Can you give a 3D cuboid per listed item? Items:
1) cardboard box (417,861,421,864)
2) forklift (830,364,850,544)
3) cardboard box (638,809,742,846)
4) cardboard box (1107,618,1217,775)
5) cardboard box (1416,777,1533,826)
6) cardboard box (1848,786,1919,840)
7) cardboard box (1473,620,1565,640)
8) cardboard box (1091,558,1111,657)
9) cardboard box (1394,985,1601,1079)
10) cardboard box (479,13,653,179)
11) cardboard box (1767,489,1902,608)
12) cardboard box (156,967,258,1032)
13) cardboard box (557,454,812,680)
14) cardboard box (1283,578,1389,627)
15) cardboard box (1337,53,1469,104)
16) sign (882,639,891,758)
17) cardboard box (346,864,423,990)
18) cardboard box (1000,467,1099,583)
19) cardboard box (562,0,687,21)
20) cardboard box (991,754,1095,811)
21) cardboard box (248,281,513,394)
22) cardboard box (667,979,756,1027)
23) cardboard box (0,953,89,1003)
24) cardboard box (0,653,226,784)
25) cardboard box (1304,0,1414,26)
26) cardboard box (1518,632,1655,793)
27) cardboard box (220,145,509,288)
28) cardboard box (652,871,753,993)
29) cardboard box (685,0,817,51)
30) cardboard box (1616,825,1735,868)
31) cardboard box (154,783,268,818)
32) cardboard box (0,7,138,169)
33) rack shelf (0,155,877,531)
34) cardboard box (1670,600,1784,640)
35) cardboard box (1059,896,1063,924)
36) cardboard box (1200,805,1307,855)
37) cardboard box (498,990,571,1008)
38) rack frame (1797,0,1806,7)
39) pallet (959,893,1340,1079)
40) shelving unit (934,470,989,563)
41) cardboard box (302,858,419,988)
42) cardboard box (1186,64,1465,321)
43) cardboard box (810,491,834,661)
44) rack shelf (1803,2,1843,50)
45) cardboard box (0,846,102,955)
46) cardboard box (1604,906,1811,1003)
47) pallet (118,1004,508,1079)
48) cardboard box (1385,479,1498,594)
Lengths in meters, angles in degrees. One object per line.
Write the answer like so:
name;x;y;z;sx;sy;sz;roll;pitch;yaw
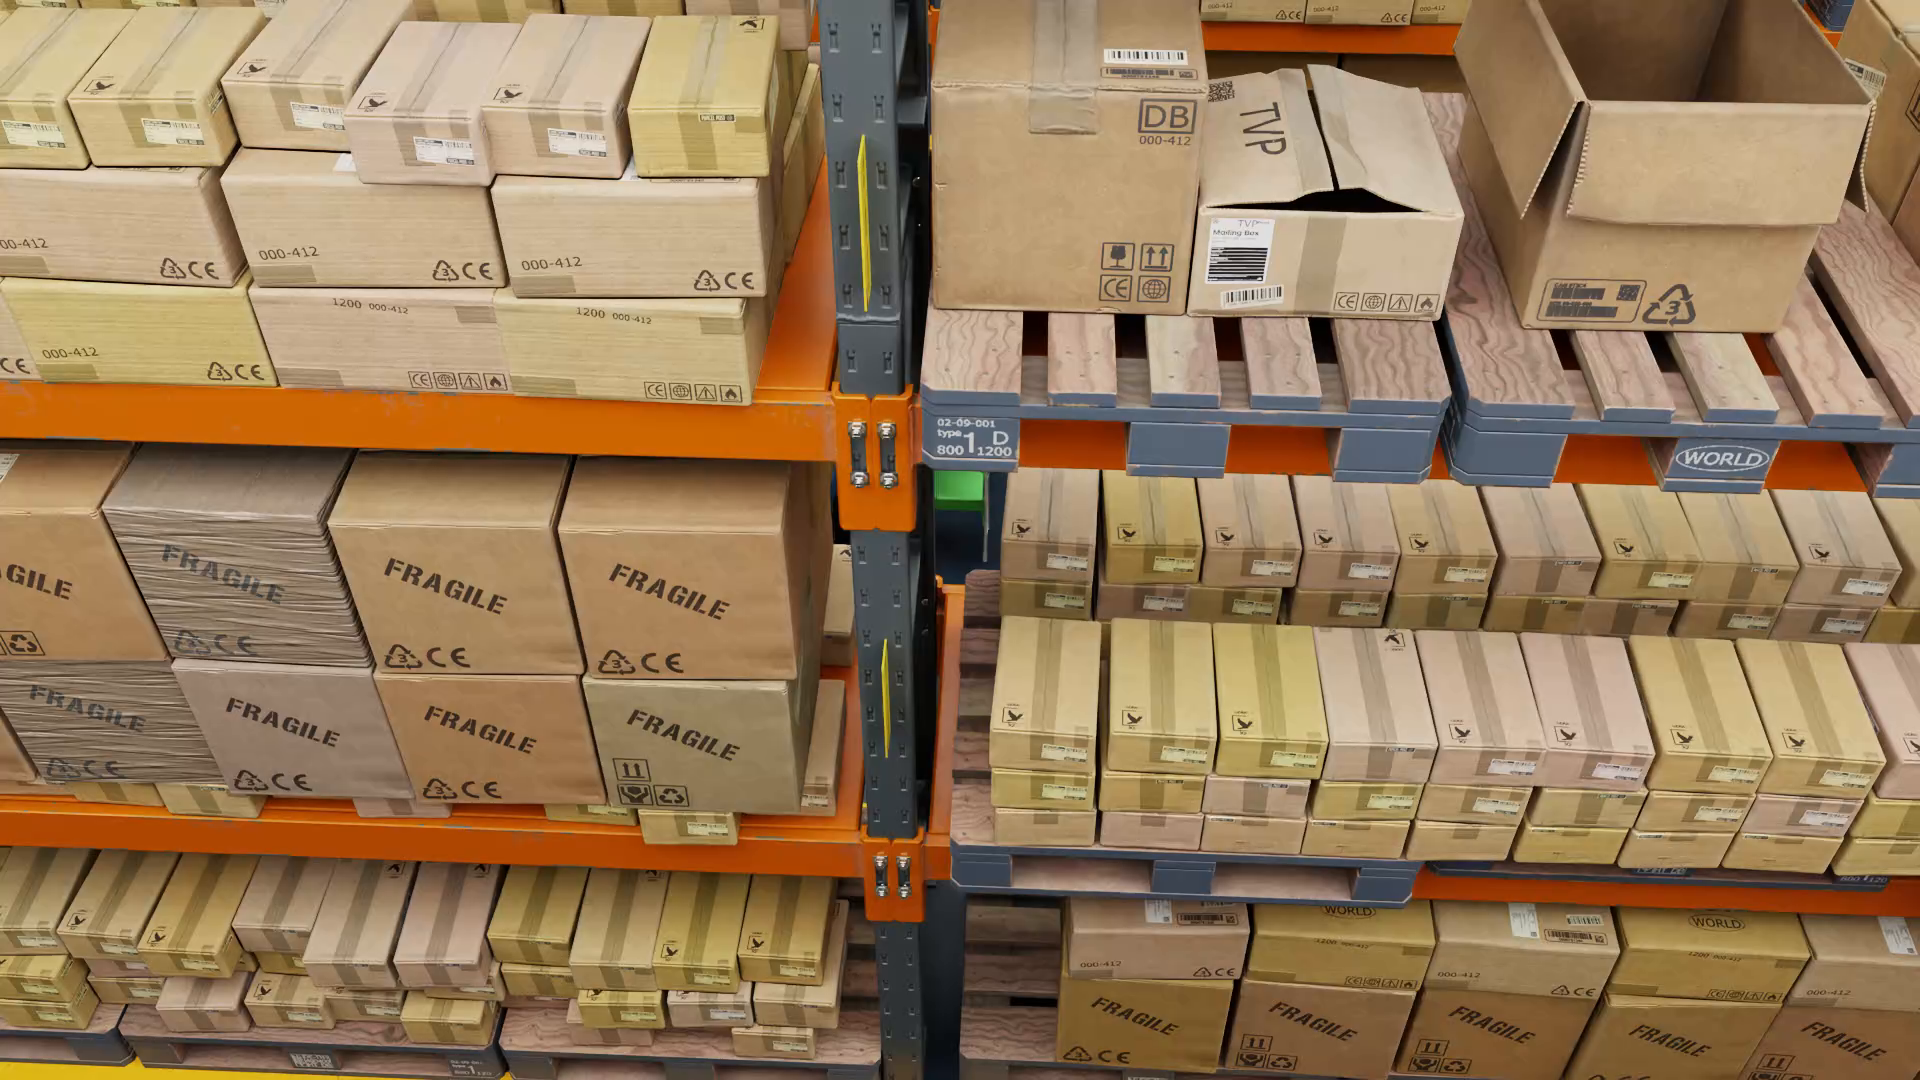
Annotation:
cardboard box;-1.808;0.977;5.784;0.250;0.149;0.380;1;43;1
forklift;-1.632;-1.766;6.995;3.031;2.935;1.130;21;47;21
cardboard box;-0.719;0.638;4.548;0.250;0.149;0.380;1;43;1
cardboard box;0.491;0.380;4.081;0.250;0.149;0.380;3;43;3
cardboard box;1.258;0.513;4.157;0.250;0.149;0.380;3;43;4
cardboard box;2.293;0.546;4.121;0.250;0.149;0.380;1;43;2
cardboard box;1.547;0.183;4.729;0.250;0.149;0.380;3;43;4
cardboard box;0.505;0.153;4.762;0.250;0.149;0.380;2;43;2
cardboard box;1.618;1.316;5.163;0.500;0.500;0.500;2;43;3
cardboard box;-0.750;-0.867;3.230;0.250;0.149;0.380;3;43;3
cardboard box;2.334;-0.006;4.495;0.250;0.149;0.380;4;43;4
cardboard box;-2.379;1.378;5.354;0.250;0.149;0.380;0;43;0
cardboard box;-0.642;-0.012;4.037;0.500;0.500;0.500;0;43;0
cardboard box;1.030;0.059;4.644;0.250;0.149;0.380;0;43;1
cardboard box;2.380;-2.406;8.882;0.875;0.875;0.875;2;43;2
sign;-0.177;0.383;4.004;0.005;0.325;0.100;2;43;2
cardboard box;-1.797;1.230;5.294;0.250;0.149;0.380;0;43;0
cardboard box;0.249;-0.070;4.565;0.250;0.149;0.380;4;43;4
cardboard box;-0.711;-1.247;3.638;0.250;0.149;0.380;0;43;0
cardboard box;0.212;0.484;4.188;0.250;0.149;0.380;2;43;3
cardboard box;-1.161;-0.568;3.568;0.500;0.250;0.500;2;43;2
cardboard box;-0.760;1.317;5.201;0.250;0.149;0.380;0;43;0
cardboard box;-2.874;1.254;5.268;0.250;0.149;0.380;3;43;3
cardboard box;-2.186;0.297;4.439;0.500;0.500;0.500;1;43;1
cardboard box;1.916;-2.733;8.093;0.500;0.250;0.500;1;43;1
cardboard box;1.504;0.414;4.044;0.250;0.149;0.380;3;43;3
cardboard box;-1.152;-0.761;3.409;0.500;0.250;0.500;0;43;0
cardboard box;-0.785;1.187;5.122;0.250;0.149;0.380;2;43;2
cardboard box;-0.440;-1.216;3.605;0.250;0.149;0.380;1;43;1
cardboard box;1.769;0.639;4.239;0.250;0.149;0.380;0;43;0
cardboard box;-2.021;0.573;4.619;0.250;0.149;0.380;3;43;3
cardboard box;-1.779;-0.888;3.252;0.250;0.149;0.380;1;43;2
rack shelf;-2.159;-0.566;3.984;4.000;0.370;1.077;2;43;2
cardboard box;2.075;0.092;4.609;0.250;0.149;0.380;1;43;2
cardboard box;0.590;0.942;5.564;0.500;0.500;0.500;1;43;1
cardboard box;0.739;0.608;4.273;0.250;0.149;0.380;2;43;2
cardboard box;-1.348;1.319;5.417;0.250;0.149;0.380;1;43;1
rack frame;3.957;-2.921;8.185;0.127;3.000;1.000;2;43;2
pallet;0.617;1.373;5.622;1.213;0.211;1.003;2;43;2
shelving unit;-0.131;-0.430;6.832;0.503;1.200;0.258;2;43;2
cardboard box;-1.834;1.178;5.132;0.250;0.149;0.380;0;43;0
cardboard box;0.709;-0.719;3.378;0.500;0.311;0.500;1;43;1
cardboard box;-0.644;-0.003;4.761;0.500;0.500;0.500;1;43;1
rack shelf;5.955;-2.597;8.365;4.000;0.370;1.077;2;43;2
cardboard box;-2.870;1.099;5.217;0.250;0.149;0.380;0;43;0
cardboard box;2.128;1.062;4.885;0.500;0.250;0.500;3;43;3
pallet;-2.055;1.318;5.681;1.213;0.211;1.003;2;43;2
cardboard box;1.283;-0.036;4.527;0.250;0.149;0.380;0;43;1
